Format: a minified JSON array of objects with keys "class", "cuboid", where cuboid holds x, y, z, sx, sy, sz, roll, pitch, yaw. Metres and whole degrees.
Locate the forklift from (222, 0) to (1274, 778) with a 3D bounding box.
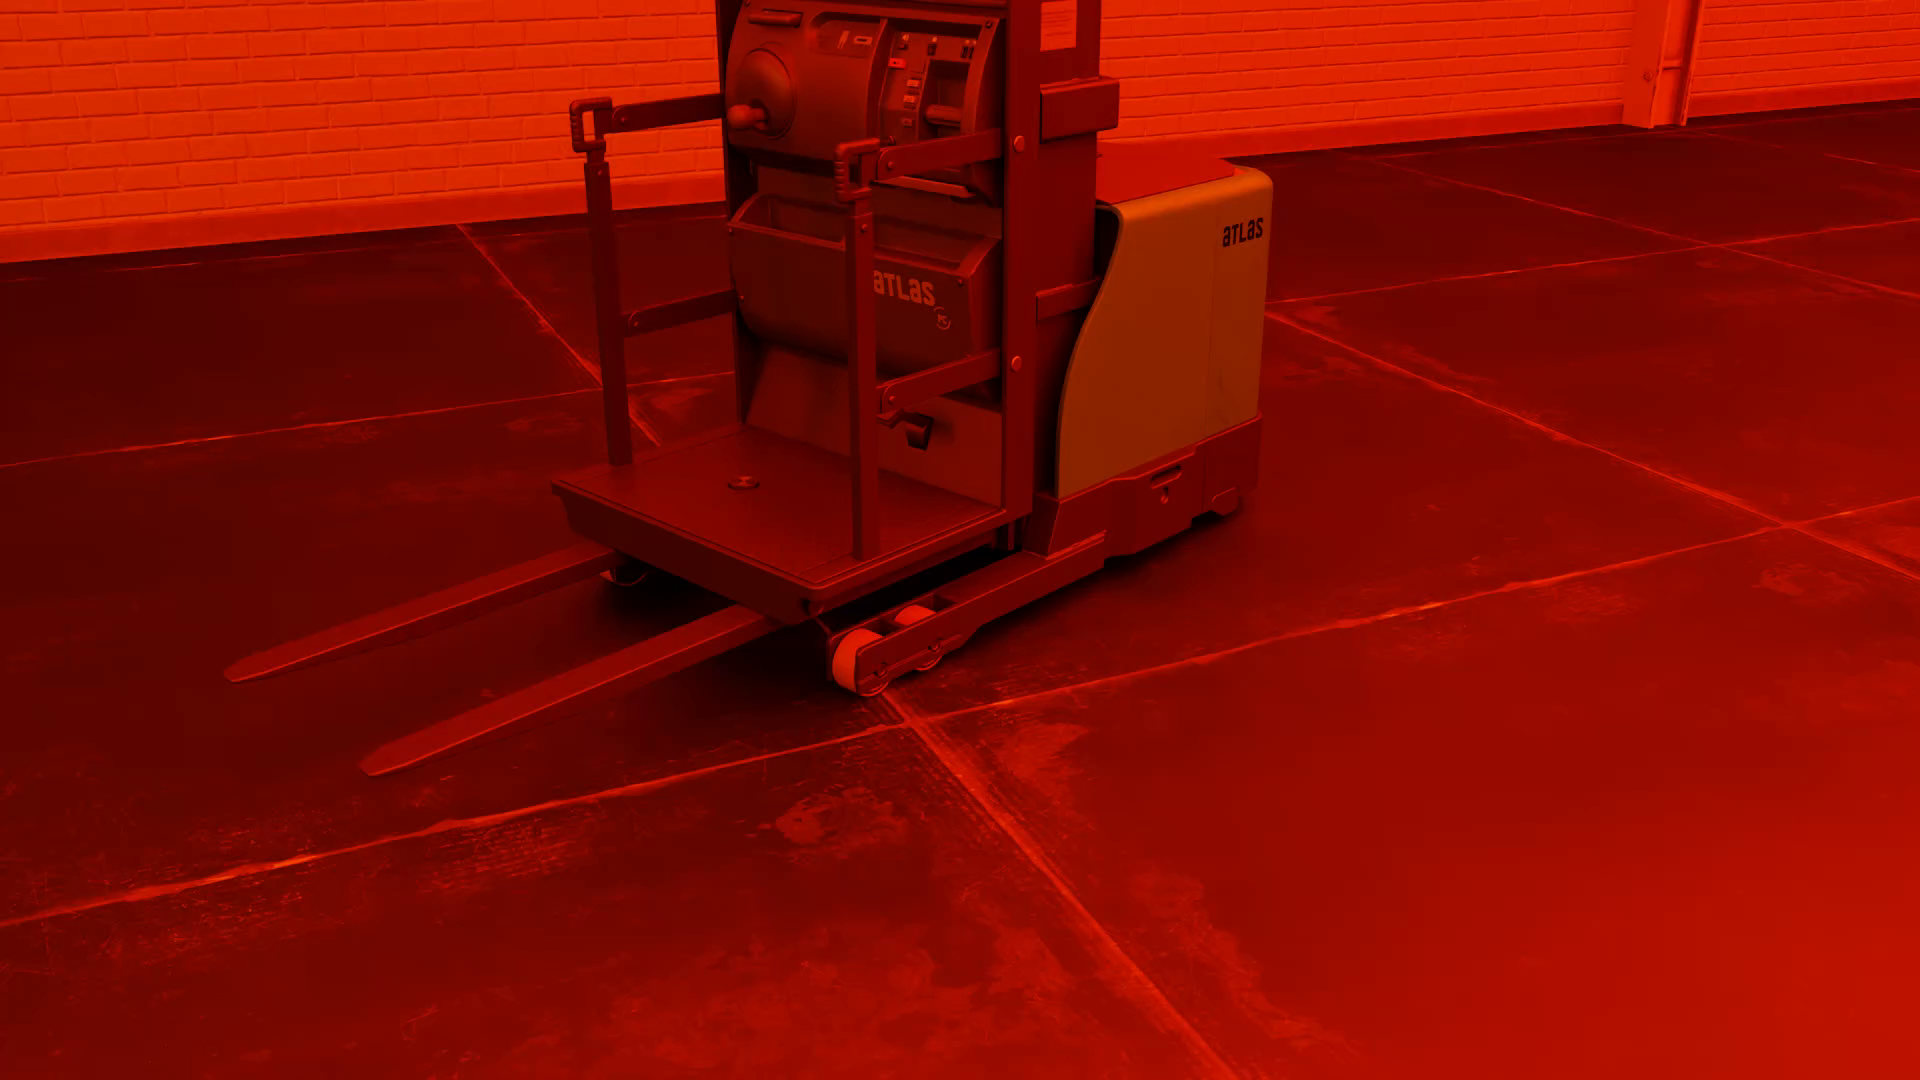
[{"class":"forklift","cuboid":[-0.413,-1.182,4.131,1.130,2.935,3.031,19,29,39]}]
